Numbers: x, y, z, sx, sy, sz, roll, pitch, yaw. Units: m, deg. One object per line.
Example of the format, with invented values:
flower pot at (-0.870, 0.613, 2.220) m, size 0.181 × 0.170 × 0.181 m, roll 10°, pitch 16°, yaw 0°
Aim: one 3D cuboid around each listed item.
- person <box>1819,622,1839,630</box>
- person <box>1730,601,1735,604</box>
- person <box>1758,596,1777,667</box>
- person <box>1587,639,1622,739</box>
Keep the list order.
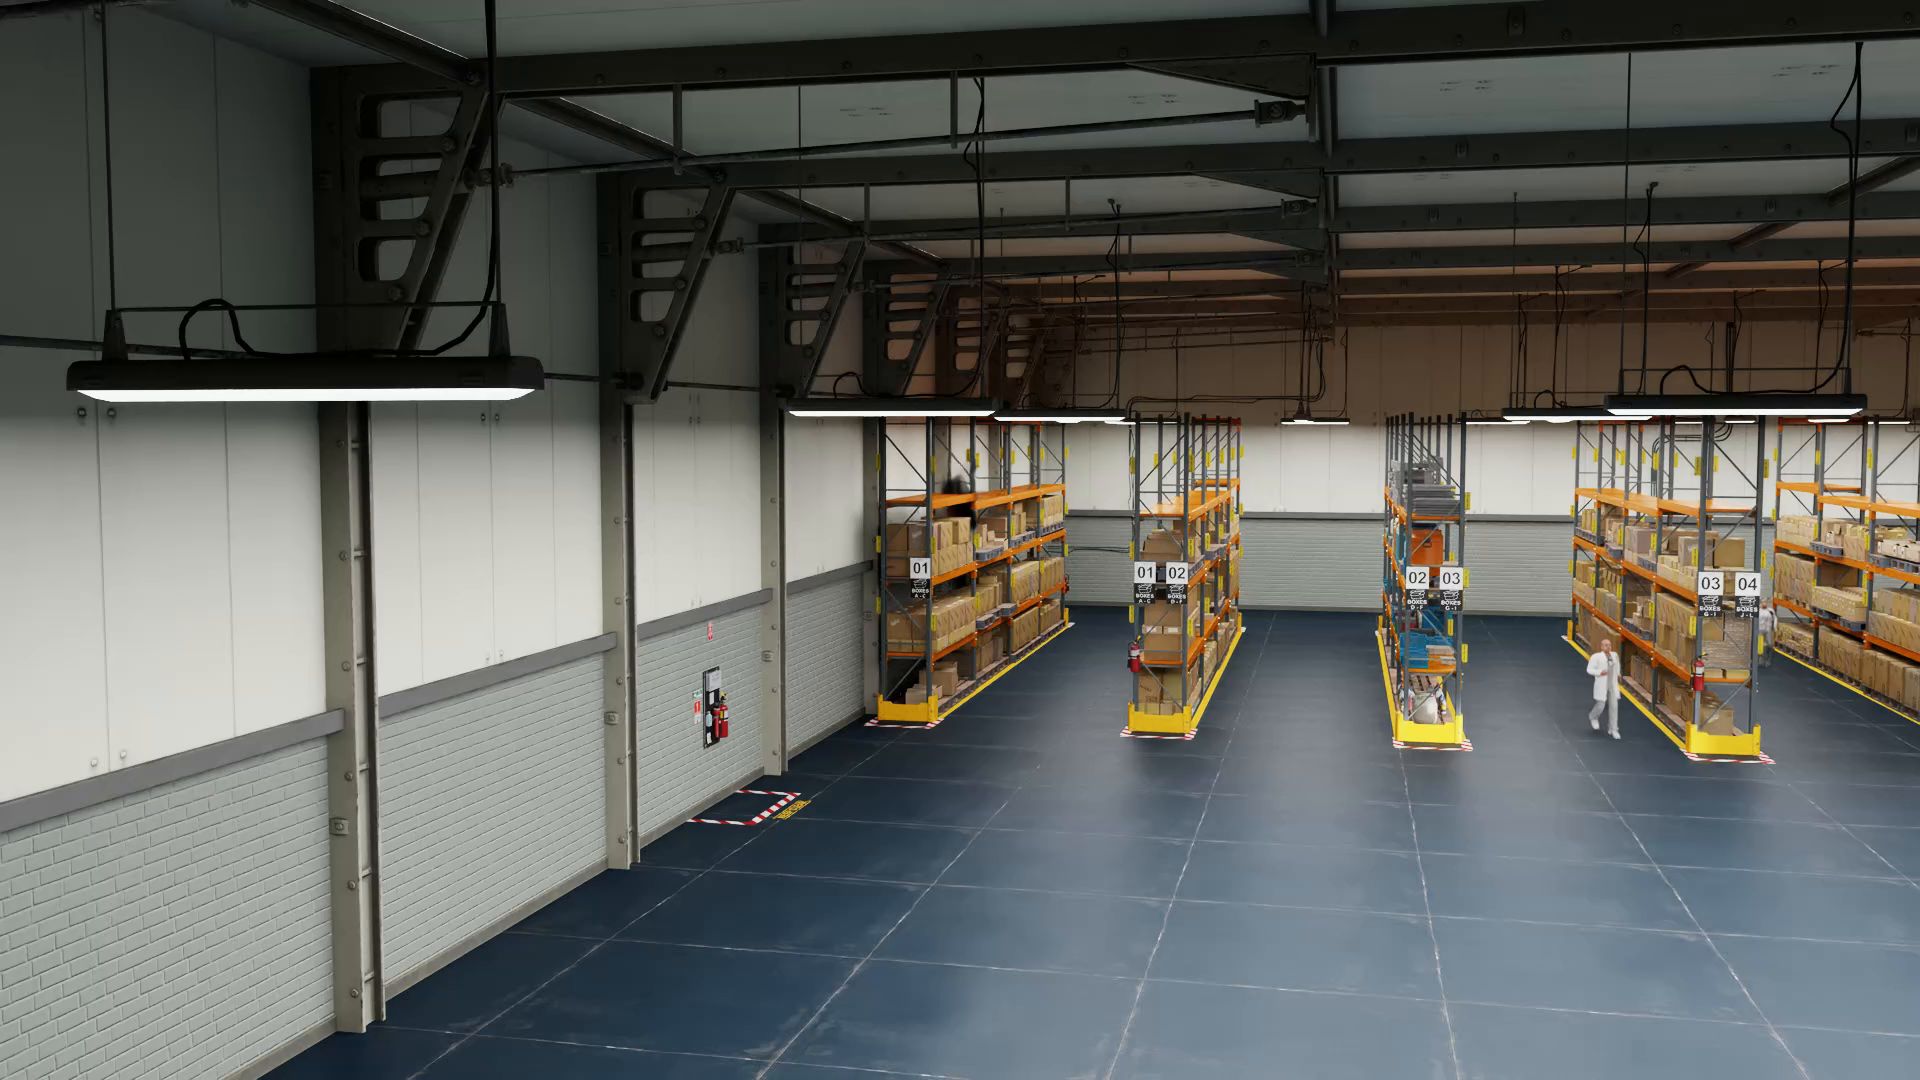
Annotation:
person at (23.135, 1.975, 44.349) m, size 0.838 × 1.496 × 0.795 m, roll -3°, pitch 5°, yaw -35°
person at (20.465, 1.837, 44.309) m, size 0.952 × 1.731 × 0.704 m, roll -1°, pitch 4°, yaw -20°
person at (19.240, 2.191, 39.738) m, size 0.581 × 1.699 × 0.677 m, roll 1°, pitch 4°, yaw 16°
person at (11.973, 2.727, 30.844) m, size 0.710 × 1.781 × 1.049 m, roll 0°, pitch 4°, yaw -2°
